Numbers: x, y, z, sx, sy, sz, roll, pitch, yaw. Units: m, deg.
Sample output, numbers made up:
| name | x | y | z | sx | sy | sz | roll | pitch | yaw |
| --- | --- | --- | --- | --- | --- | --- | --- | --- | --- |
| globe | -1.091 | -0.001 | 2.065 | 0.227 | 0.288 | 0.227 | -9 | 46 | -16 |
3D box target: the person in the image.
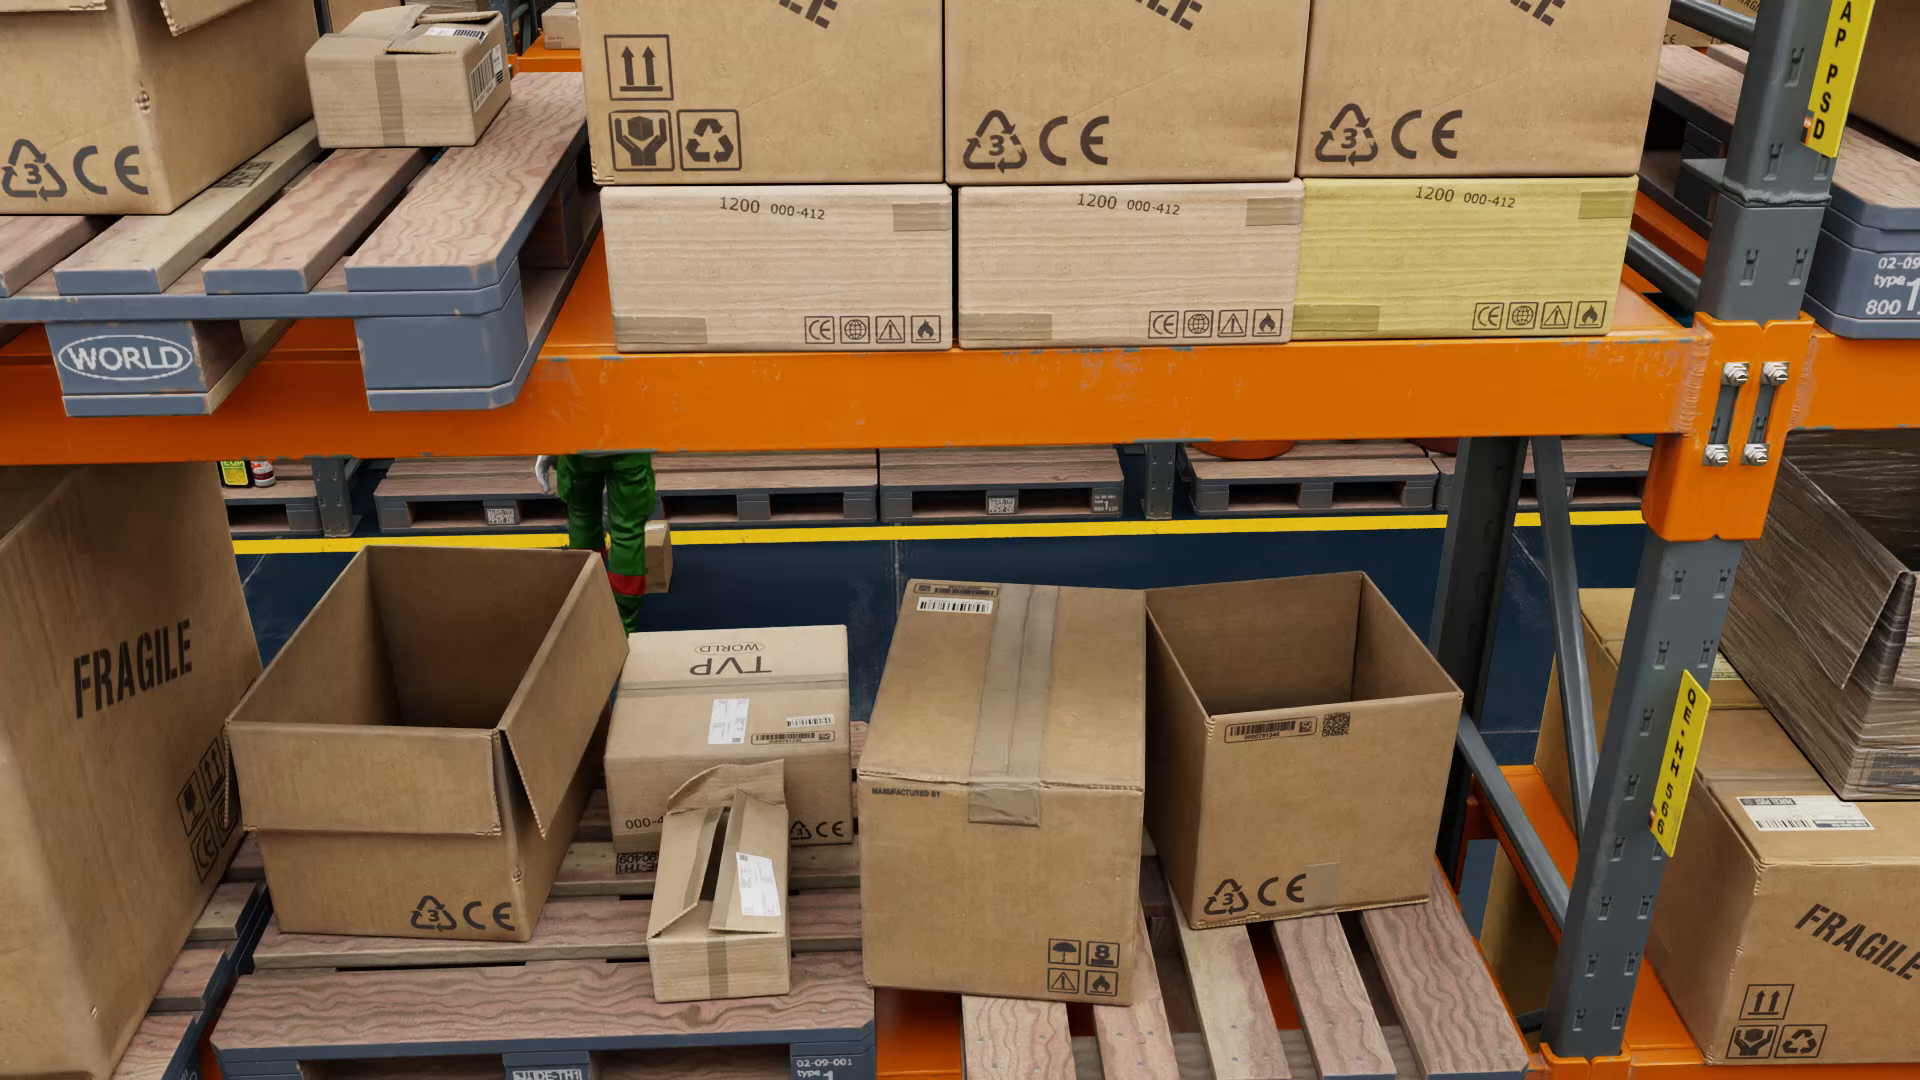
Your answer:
| name | x | y | z | sx | sy | sz | roll | pitch | yaw |
| --- | --- | --- | --- | --- | --- | --- | --- | --- | --- |
| person | -1.463 | -0.427 | 6.917 | 0.594 | 1.798 | 0.692 | -5 | 28 | -10 |
